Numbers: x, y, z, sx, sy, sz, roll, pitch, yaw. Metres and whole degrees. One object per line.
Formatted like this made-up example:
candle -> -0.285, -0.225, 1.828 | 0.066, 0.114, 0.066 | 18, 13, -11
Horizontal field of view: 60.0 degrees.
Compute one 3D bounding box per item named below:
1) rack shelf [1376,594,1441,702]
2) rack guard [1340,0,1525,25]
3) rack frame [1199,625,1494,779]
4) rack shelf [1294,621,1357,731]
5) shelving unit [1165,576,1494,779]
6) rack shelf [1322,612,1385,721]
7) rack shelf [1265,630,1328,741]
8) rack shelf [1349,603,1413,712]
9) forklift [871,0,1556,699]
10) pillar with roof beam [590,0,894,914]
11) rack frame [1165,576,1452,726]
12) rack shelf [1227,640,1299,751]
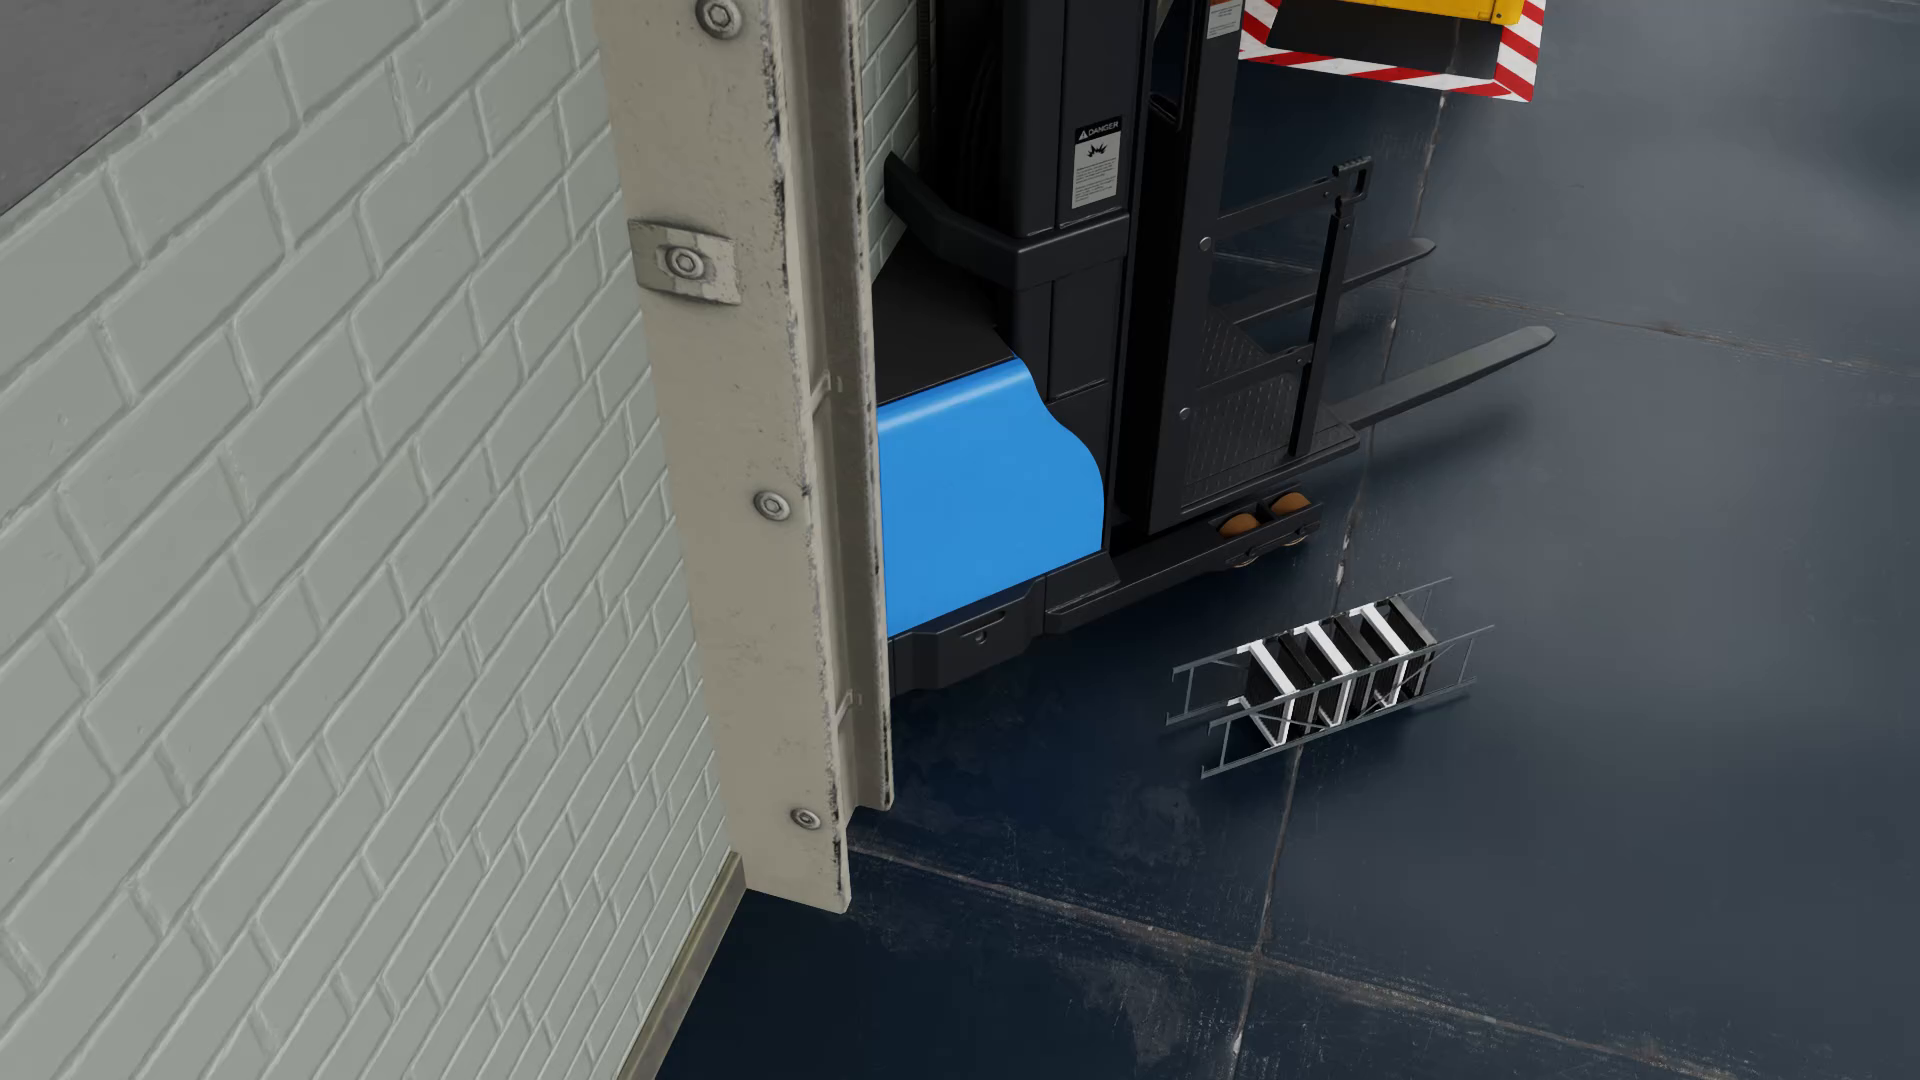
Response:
rack shelf -> 1.249, 0.315, 4.718 | 0.077, 0.258, 0.200 | -16, 47, -16
rack guard -> 2.069, -2.783, 7.736 | 1.175, 0.500, 0.348 | 13, 46, 13
rack frame -> 1.071, 0.445, 4.585 | 0.900, 0.240, 0.006 | -16, 47, -16
rack shelf -> 1.001, 0.388, 4.643 | 0.077, 0.258, 0.200 | -16, 47, -16
shelving unit -> 1.031, 0.379, 4.652 | 0.900, 0.258, 0.210 | -16, 47, -16
rack shelf -> 1.084, 0.364, 4.668 | 0.077, 0.258, 0.200 | -16, 47, -16
rack shelf -> 0.918, 0.412, 4.618 | 0.077, 0.258, 0.200 | -16, 47, -16
rack shelf -> 1.166, 0.339, 4.693 | 0.077, 0.258, 0.200 | -16, 47, -16
forklift -> 0.546, -1.264, 4.447 | 3.031, 2.935, 1.130 | -22, 48, -21
pillar with roof beam -> 3.719, -1.508, 0.357 | 9.100, 9.000, 0.400 | 13, 46, 13
rack frame -> 0.992, 0.313, 4.719 | 0.900, 0.240, 0.006 | -16, 47, -16
rack shelf -> 0.835, 0.437, 4.593 | 0.077, 0.258, 0.200 | -16, 47, -16
